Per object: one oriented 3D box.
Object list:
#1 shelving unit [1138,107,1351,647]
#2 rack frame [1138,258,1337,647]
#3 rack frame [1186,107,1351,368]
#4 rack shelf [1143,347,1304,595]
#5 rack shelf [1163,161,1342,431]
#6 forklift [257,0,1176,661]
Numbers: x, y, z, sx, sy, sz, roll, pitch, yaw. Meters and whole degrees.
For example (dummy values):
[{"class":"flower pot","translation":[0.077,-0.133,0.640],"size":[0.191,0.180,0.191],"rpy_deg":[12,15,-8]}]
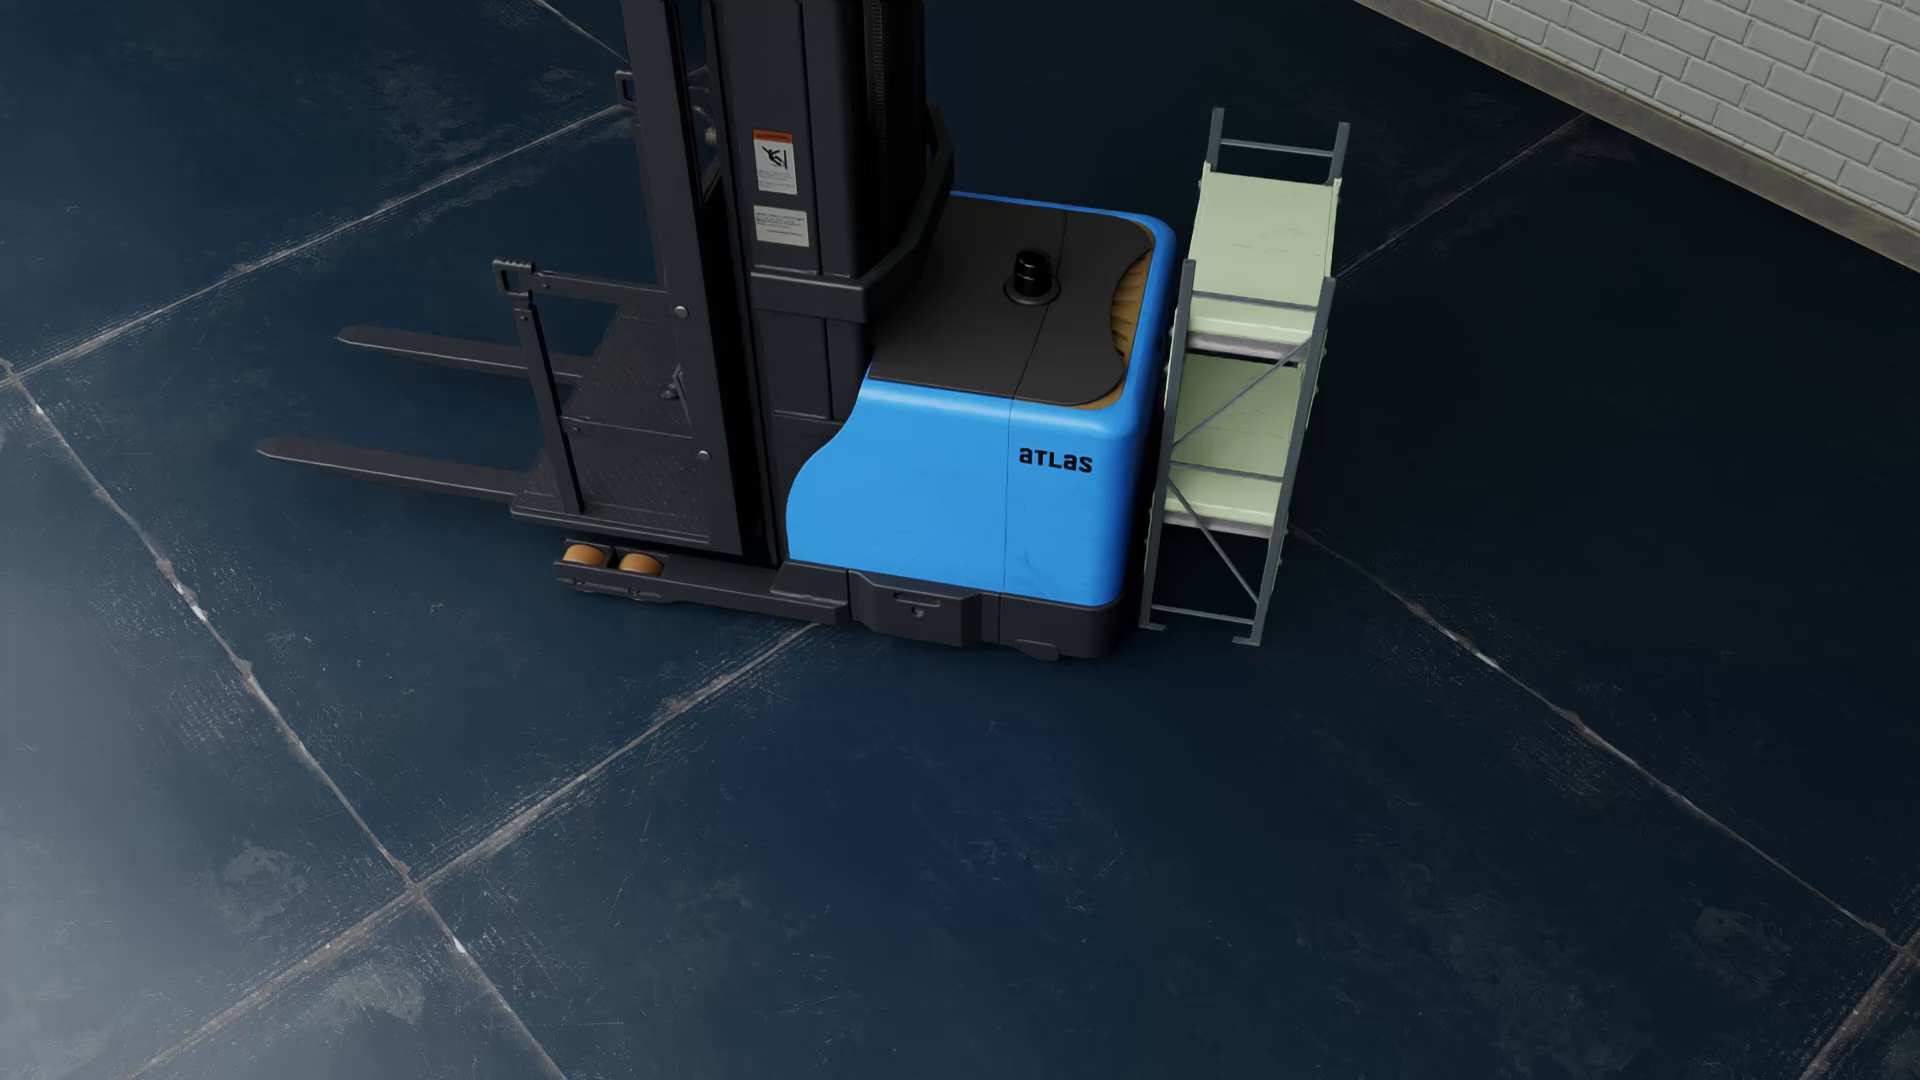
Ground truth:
[{"class":"shelving unit","translation":[0.861,-0.461,5.155],"size":[0.431,1.500,0.755],"rpy_deg":[9,48,8]},{"class":"rack frame","translation":[0.785,-0.198,4.912],"size":[0.400,1.500,0.023],"rpy_deg":[9,48,8]},{"class":"rack frame","translation":[0.937,-0.724,5.398],"size":[0.400,1.500,0.023],"rpy_deg":[9,48,8]},{"class":"rack shelf","translation":[0.861,-0.240,5.395],"size":[0.431,0.370,0.720],"rpy_deg":[9,48,8]},{"class":"rack shelf","translation":[0.861,-0.726,4.868],"size":[0.431,0.370,0.720],"rpy_deg":[9,48,8]},{"class":"forklift","translation":[-0.877,-1.160,4.826],"size":[3.031,2.935,1.130],"rpy_deg":[9,48,8]}]
